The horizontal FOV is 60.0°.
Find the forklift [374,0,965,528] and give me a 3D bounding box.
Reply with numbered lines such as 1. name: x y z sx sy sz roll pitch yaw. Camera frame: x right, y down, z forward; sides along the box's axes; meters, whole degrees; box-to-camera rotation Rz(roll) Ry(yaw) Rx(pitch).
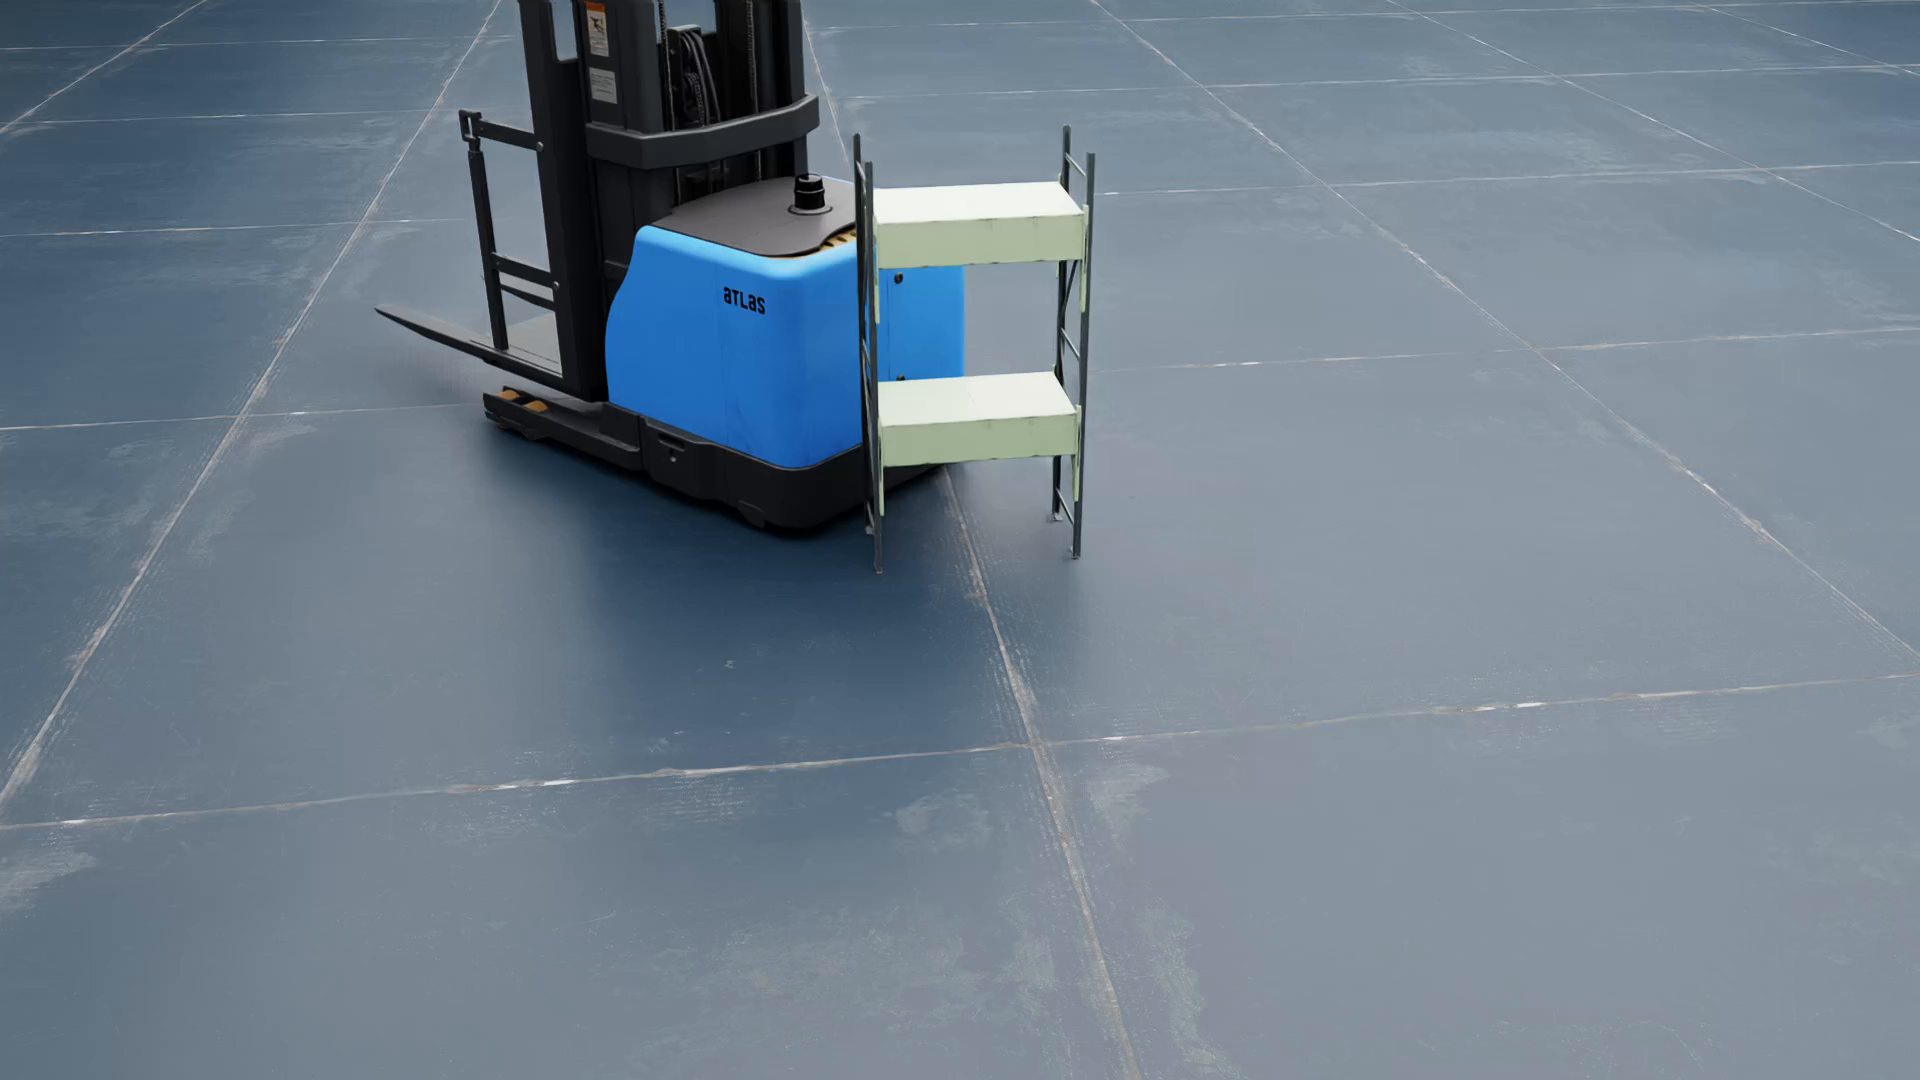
1. forklift: -1.420 -1.890 6.723 3.031 2.935 1.130 21 34 35

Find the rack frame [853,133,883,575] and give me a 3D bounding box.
1. rack frame: -0.323 -0.632 5.839 0.023 1.500 0.400 -4 27 -8

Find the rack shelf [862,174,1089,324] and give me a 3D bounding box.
1. rack shelf: 0.039 -1.007 5.714 0.720 0.370 0.431 -4 27 -8

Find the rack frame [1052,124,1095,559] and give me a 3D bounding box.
1. rack frame: 0.400 -0.687 5.945 0.023 1.500 0.400 -4 27 -8

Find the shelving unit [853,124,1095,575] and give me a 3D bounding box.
1. shelving unit: 0.039 -0.659 5.892 0.755 1.500 0.431 -4 27 -8

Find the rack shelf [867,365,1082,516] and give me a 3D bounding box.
1. rack shelf: 0.039 -0.369 6.041 0.720 0.370 0.431 -4 27 -8
